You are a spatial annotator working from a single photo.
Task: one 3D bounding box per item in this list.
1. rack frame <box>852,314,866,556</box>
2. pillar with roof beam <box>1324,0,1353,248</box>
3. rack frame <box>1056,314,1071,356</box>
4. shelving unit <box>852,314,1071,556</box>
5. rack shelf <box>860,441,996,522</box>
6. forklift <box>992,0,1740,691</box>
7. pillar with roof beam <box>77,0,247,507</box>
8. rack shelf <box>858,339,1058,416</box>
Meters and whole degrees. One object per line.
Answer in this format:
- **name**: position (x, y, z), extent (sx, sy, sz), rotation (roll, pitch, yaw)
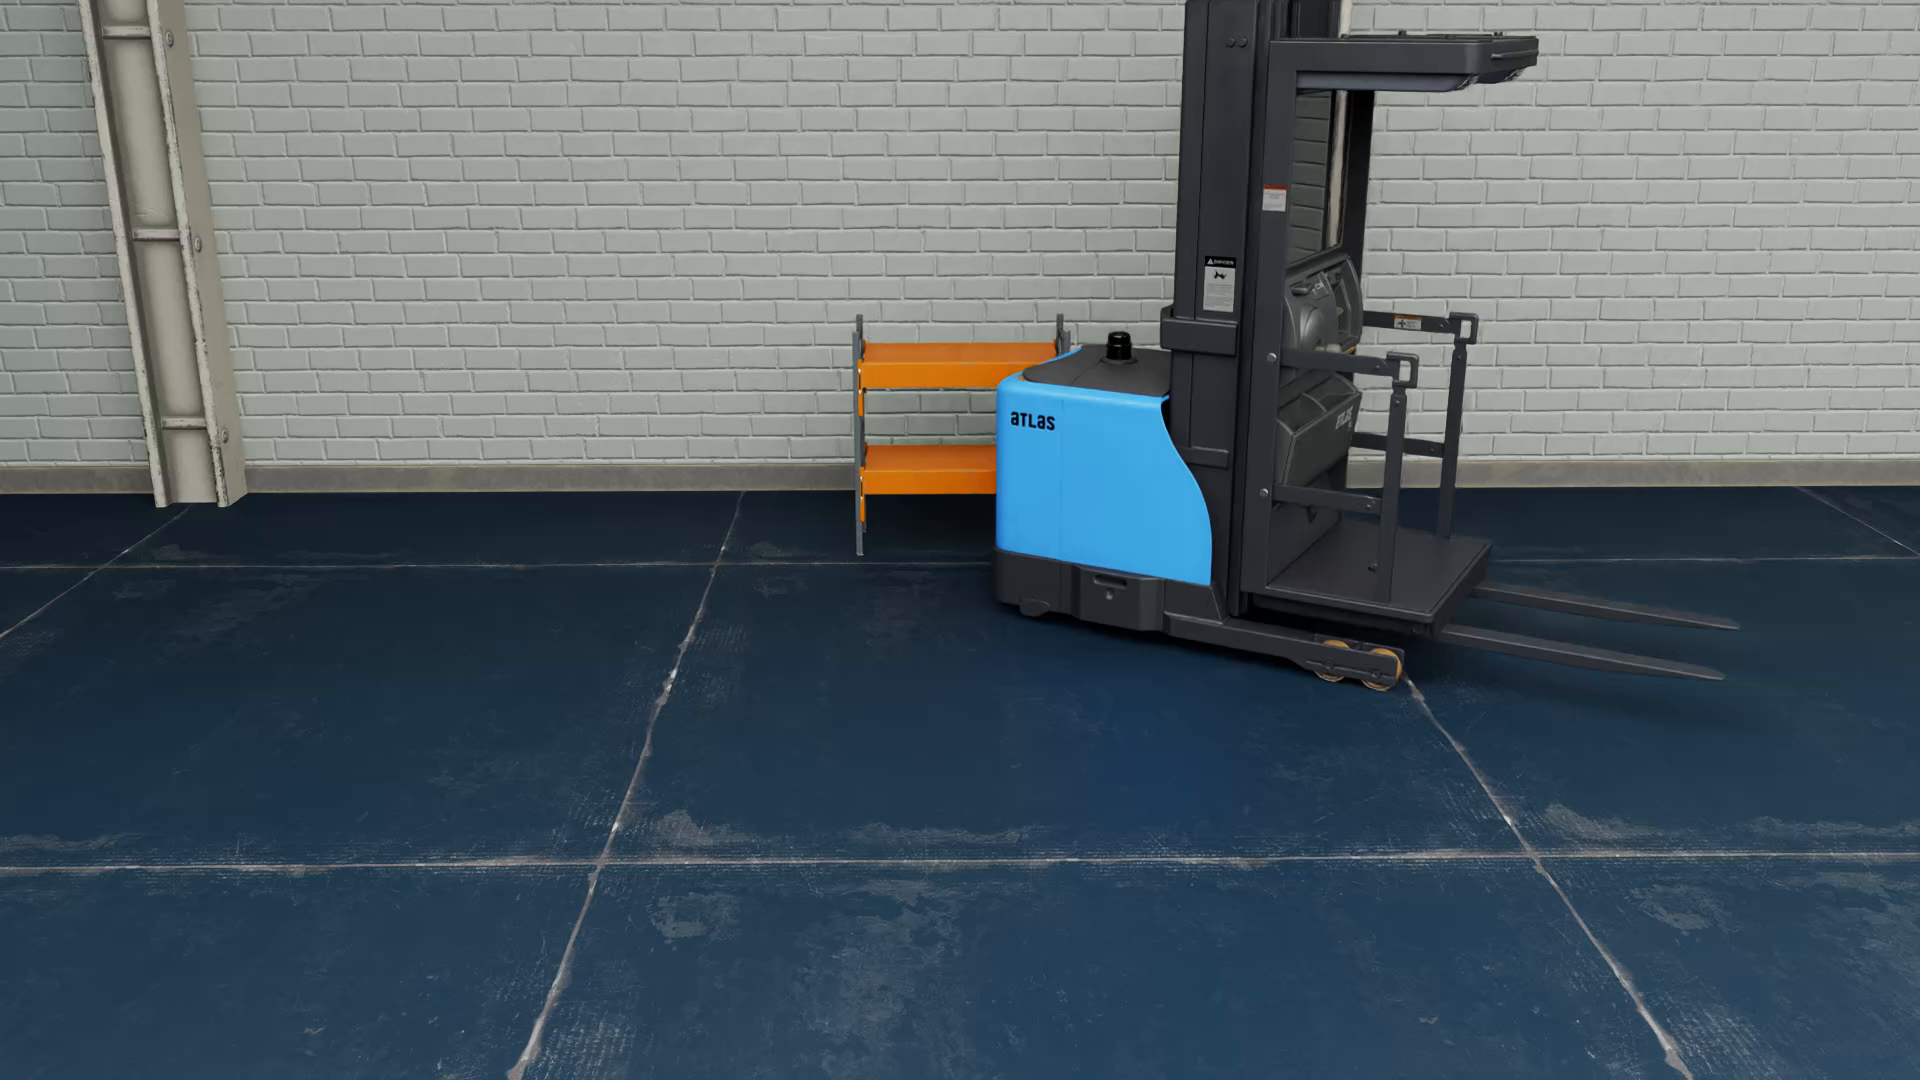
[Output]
- **rack frame**: position (-0.505, -0.534, 8.370), extent (0.032, 1.125, 0.500), rotation (0, 18, -1)
- **pillar with roof beam**: position (1.853, -3.227, 3.876), extent (0.400, 9.000, 9.100), rotation (0, 18, -1)
- **rack frame**: position (0.511, -0.539, 8.386), extent (0.032, 1.125, 0.500), rotation (0, 18, -1)
- **shelving unit**: position (0.003, -0.537, 8.378), extent (1.048, 1.125, 0.538), rotation (0, 18, -1)
- **rack shelf**: position (0.003, -0.304, 8.453), extent (1.000, 0.278, 0.538), rotation (0, 18, -1)
- **forklift**: position (1.684, -0.977, 6.796), extent (3.031, 2.935, 1.130), rotation (10, 20, 28)
- **pillar with roof beam**: position (-4.146, -3.198, 3.786), extent (0.400, 9.000, 9.100), rotation (0, 18, -1)
- **rack shelf**: position (0.003, -0.815, 8.288), extent (1.000, 0.278, 0.538), rotation (0, 18, -1)
